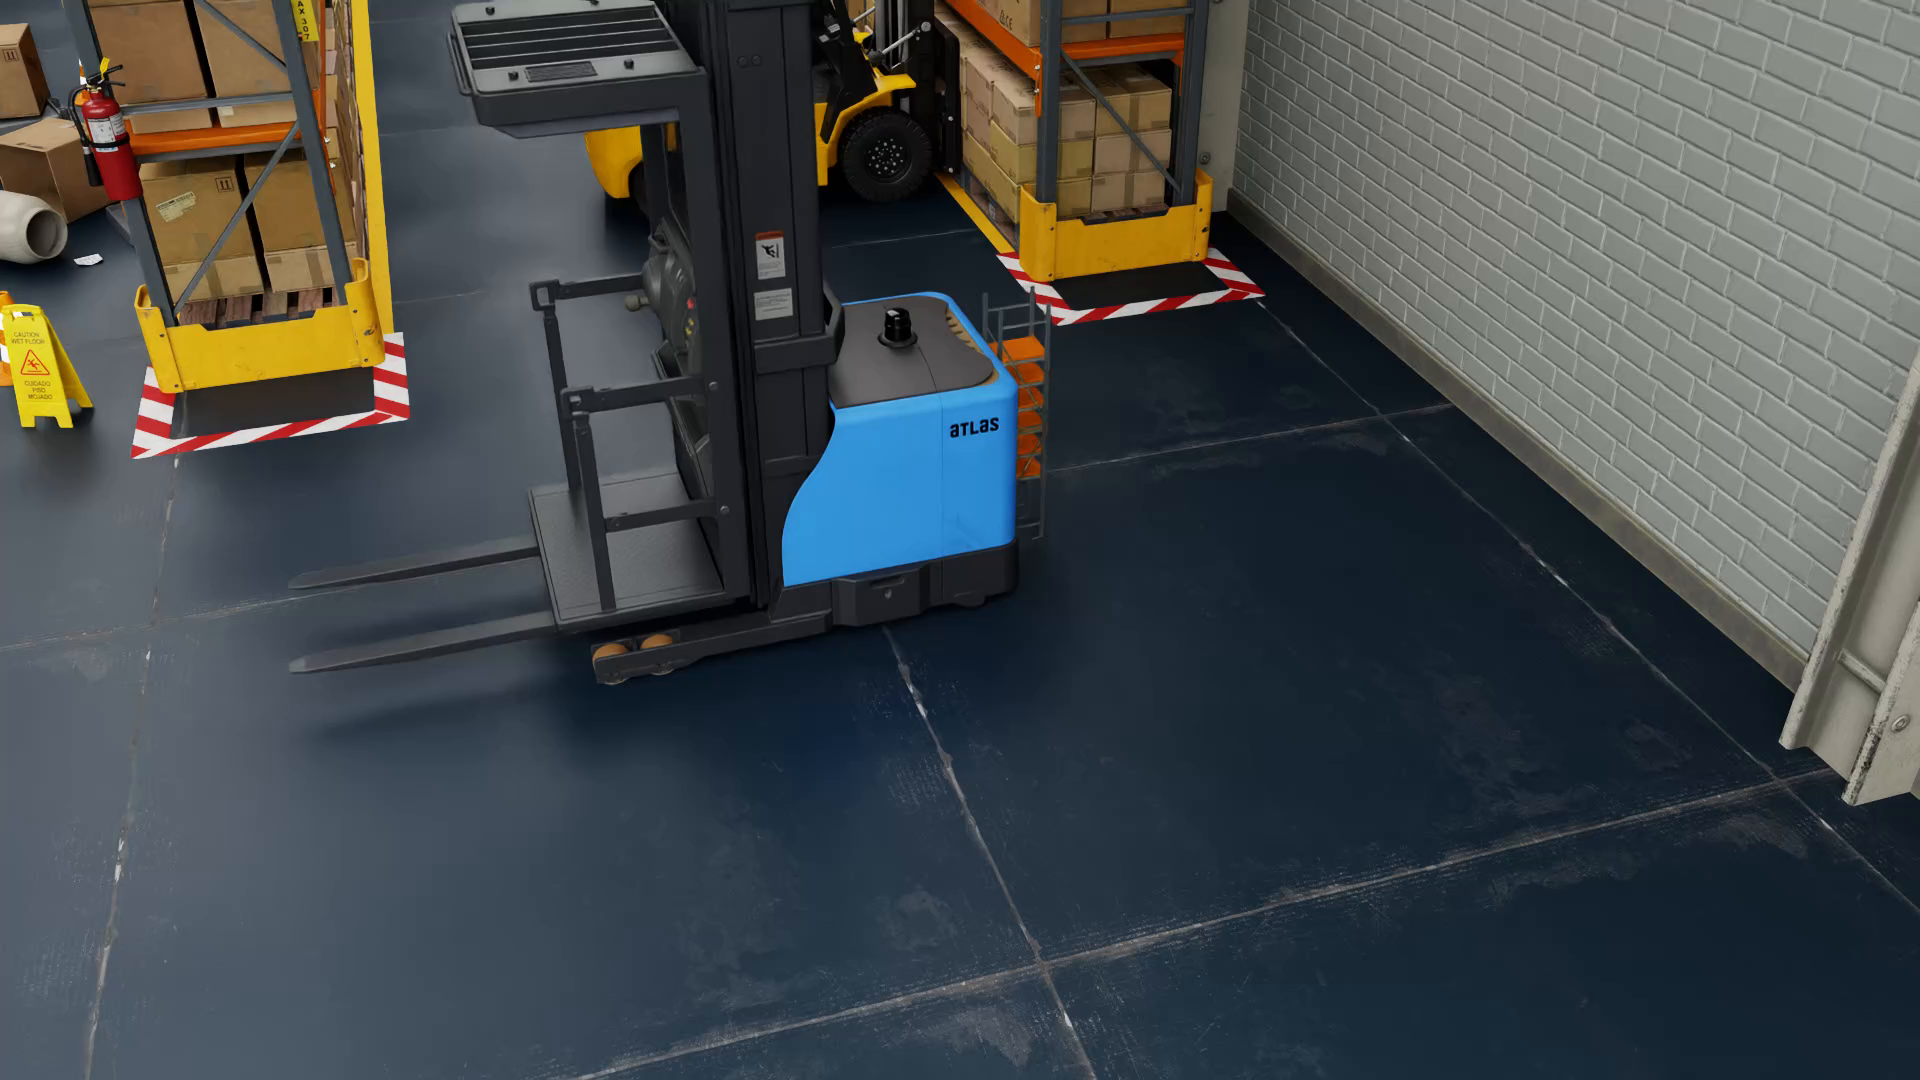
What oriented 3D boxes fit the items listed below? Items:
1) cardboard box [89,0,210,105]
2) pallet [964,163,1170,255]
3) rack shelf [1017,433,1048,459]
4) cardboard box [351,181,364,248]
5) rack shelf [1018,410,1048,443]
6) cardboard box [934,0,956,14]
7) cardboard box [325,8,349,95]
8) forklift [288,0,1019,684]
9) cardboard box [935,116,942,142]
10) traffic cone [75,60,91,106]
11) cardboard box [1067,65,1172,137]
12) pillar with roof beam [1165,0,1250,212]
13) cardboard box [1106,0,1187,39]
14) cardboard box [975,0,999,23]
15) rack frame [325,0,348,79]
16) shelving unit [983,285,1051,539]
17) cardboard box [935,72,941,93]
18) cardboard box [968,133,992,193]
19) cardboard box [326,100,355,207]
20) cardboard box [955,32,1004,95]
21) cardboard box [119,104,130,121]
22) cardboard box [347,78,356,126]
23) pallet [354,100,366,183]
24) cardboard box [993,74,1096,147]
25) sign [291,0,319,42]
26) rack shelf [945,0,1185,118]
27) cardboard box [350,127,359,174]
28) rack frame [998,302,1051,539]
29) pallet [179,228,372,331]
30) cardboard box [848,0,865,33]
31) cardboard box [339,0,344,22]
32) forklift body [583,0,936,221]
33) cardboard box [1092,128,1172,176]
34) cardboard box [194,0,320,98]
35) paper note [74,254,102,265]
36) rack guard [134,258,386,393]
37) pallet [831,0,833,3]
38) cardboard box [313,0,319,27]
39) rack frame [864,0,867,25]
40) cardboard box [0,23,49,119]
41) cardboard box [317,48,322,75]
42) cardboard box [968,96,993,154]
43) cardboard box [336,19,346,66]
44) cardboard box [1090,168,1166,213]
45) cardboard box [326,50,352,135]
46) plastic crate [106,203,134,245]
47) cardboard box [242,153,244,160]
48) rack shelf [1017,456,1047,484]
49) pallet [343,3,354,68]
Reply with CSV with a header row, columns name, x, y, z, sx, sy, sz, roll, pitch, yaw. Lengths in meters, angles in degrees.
name,x,y,z,sx,sy,sz,roll,pitch,yaw
cardboard box,-4.201,-2.583,8.578,0.500,0.500,0.500,-11,35,-16
pallet,0.680,-2.246,10.958,1.003,0.211,1.213,-10,35,-15
rack shelf,0.244,-0.402,7.568,0.258,0.103,0.180,-11,35,-17
cardboard box,-3.905,-1.946,10.087,0.500,0.250,0.500,-9,34,-13
rack shelf,0.244,-0.502,7.502,0.258,0.103,0.180,-11,35,-17
cardboard box,-0.110,-3.724,11.872,0.500,0.250,0.500,-9,34,-13
cardboard box,-4.557,-3.354,11.538,0.500,0.500,0.500,-10,35,-15
forklift,-1.320,-0.956,6.538,3.031,2.935,1.130,-11,35,-15
cardboard box,0.042,-3.033,11.732,0.500,0.250,0.500,-9,34,-13
traffic cone,-6.705,-3.636,12.833,0.336,0.463,0.334,-10,35,-15
cardboard box,0.986,-2.745,10.389,0.500,0.250,0.500,-11,35,-15
pillar with roof beam,-2.501,-5.311,7.626,9.100,9.000,0.400,-10,35,-15
cardboard box,1.066,-3.364,10.029,0.500,0.500,0.500,-9,34,-13
cardboard box,0.403,-3.545,10.304,0.500,0.500,0.500,-9,34,-13
rack frame,-4.993,-4.279,11.504,1.000,3.000,0.127,-10,35,-15
shelving unit,0.244,-0.539,7.477,0.258,1.200,0.189,-11,35,-17
cardboard box,0.037,-3.251,11.609,0.500,0.250,0.500,-10,35,-15
cardboard box,0.366,-2.500,10.925,0.500,0.250,0.500,-10,35,-15
cardboard box,-3.927,-2.276,9.906,0.500,0.500,0.500,-11,35,-17
cardboard box,0.190,-3.180,11.048,0.500,0.250,0.500,-10,35,-14
cardboard box,-4.274,-2.349,8.811,0.380,0.149,0.250,-10,35,-15
cardboard box,-4.557,-3.042,11.745,0.500,0.250,0.500,-8,34,-13
pallet,-4.755,-2.769,11.749,1.003,0.211,1.213,-10,35,-15
cardboard box,0.515,-2.650,10.246,0.500,0.250,0.500,-9,34,-13
sign,-3.257,-2.631,8.226,0.100,0.325,0.005,-10,35,-15
rack shelf,0.343,-3.765,11.380,1.077,0.370,4.000,-10,35,-15
cardboard box,-4.234,-2.496,10.920,0.500,0.250,0.500,-9,35,-14
rack frame,0.276,-0.491,7.405,0.240,1.200,0.006,-11,35,-17
pallet,-4.011,-1.488,9.810,1.003,0.211,1.213,-10,35,-15
cardboard box,-0.437,-4.572,13.721,0.875,0.625,0.625,-8,34,-13
cardboard box,-5.592,-4.374,13.652,0.950,0.372,0.625,-9,34,-13
forklift body,-1.363,-3.350,10.869,2.313,2.155,1.214,-10,35,-15
cardboard box,1.007,-2.534,10.523,0.500,0.250,0.500,-9,35,-14
cardboard box,-3.654,-2.640,8.664,0.500,0.500,0.500,-11,35,-15
paper note,-5.437,-1.752,10.374,0.142,0.019,0.148,-23,40,-31
rack guard,-3.796,-1.176,9.076,1.175,0.500,0.348,-10,35,-15
pallet,-0.905,-4.974,15.086,1.003,0.211,1.213,-10,35,-15
cardboard box,-3.971,-3.179,9.479,0.500,0.500,0.500,-11,35,-16
rack frame,-0.267,-5.115,12.771,1.000,3.000,0.127,-10,35,-15
cardboard box,-6.679,-3.237,11.508,0.500,0.500,0.500,-10,35,-15
cardboard box,-3.808,-2.711,9.360,0.380,0.149,0.250,-9,35,-14
cardboard box,0.364,-2.720,10.805,0.500,0.250,0.500,-10,35,-15
cardboard box,-5.156,-3.633,12.529,0.950,0.372,0.625,-10,35,-14
cardboard box,0.989,-2.334,10.675,0.500,0.250,0.500,-10,35,-15
cardboard box,-4.244,-2.820,10.729,0.500,0.500,0.500,-8,34,-12
plastic crate,-5.295,-2.098,10.853,0.402,0.080,0.583,-23,40,-31
cardboard box,-4.428,-2.170,9.746,0.500,0.500,0.500,-9,34,-13
rack shelf,0.244,-0.302,7.634,0.258,0.103,0.180,-11,35,-17
pallet,-5.608,-4.166,13.862,1.003,0.211,1.213,-10,35,-15
